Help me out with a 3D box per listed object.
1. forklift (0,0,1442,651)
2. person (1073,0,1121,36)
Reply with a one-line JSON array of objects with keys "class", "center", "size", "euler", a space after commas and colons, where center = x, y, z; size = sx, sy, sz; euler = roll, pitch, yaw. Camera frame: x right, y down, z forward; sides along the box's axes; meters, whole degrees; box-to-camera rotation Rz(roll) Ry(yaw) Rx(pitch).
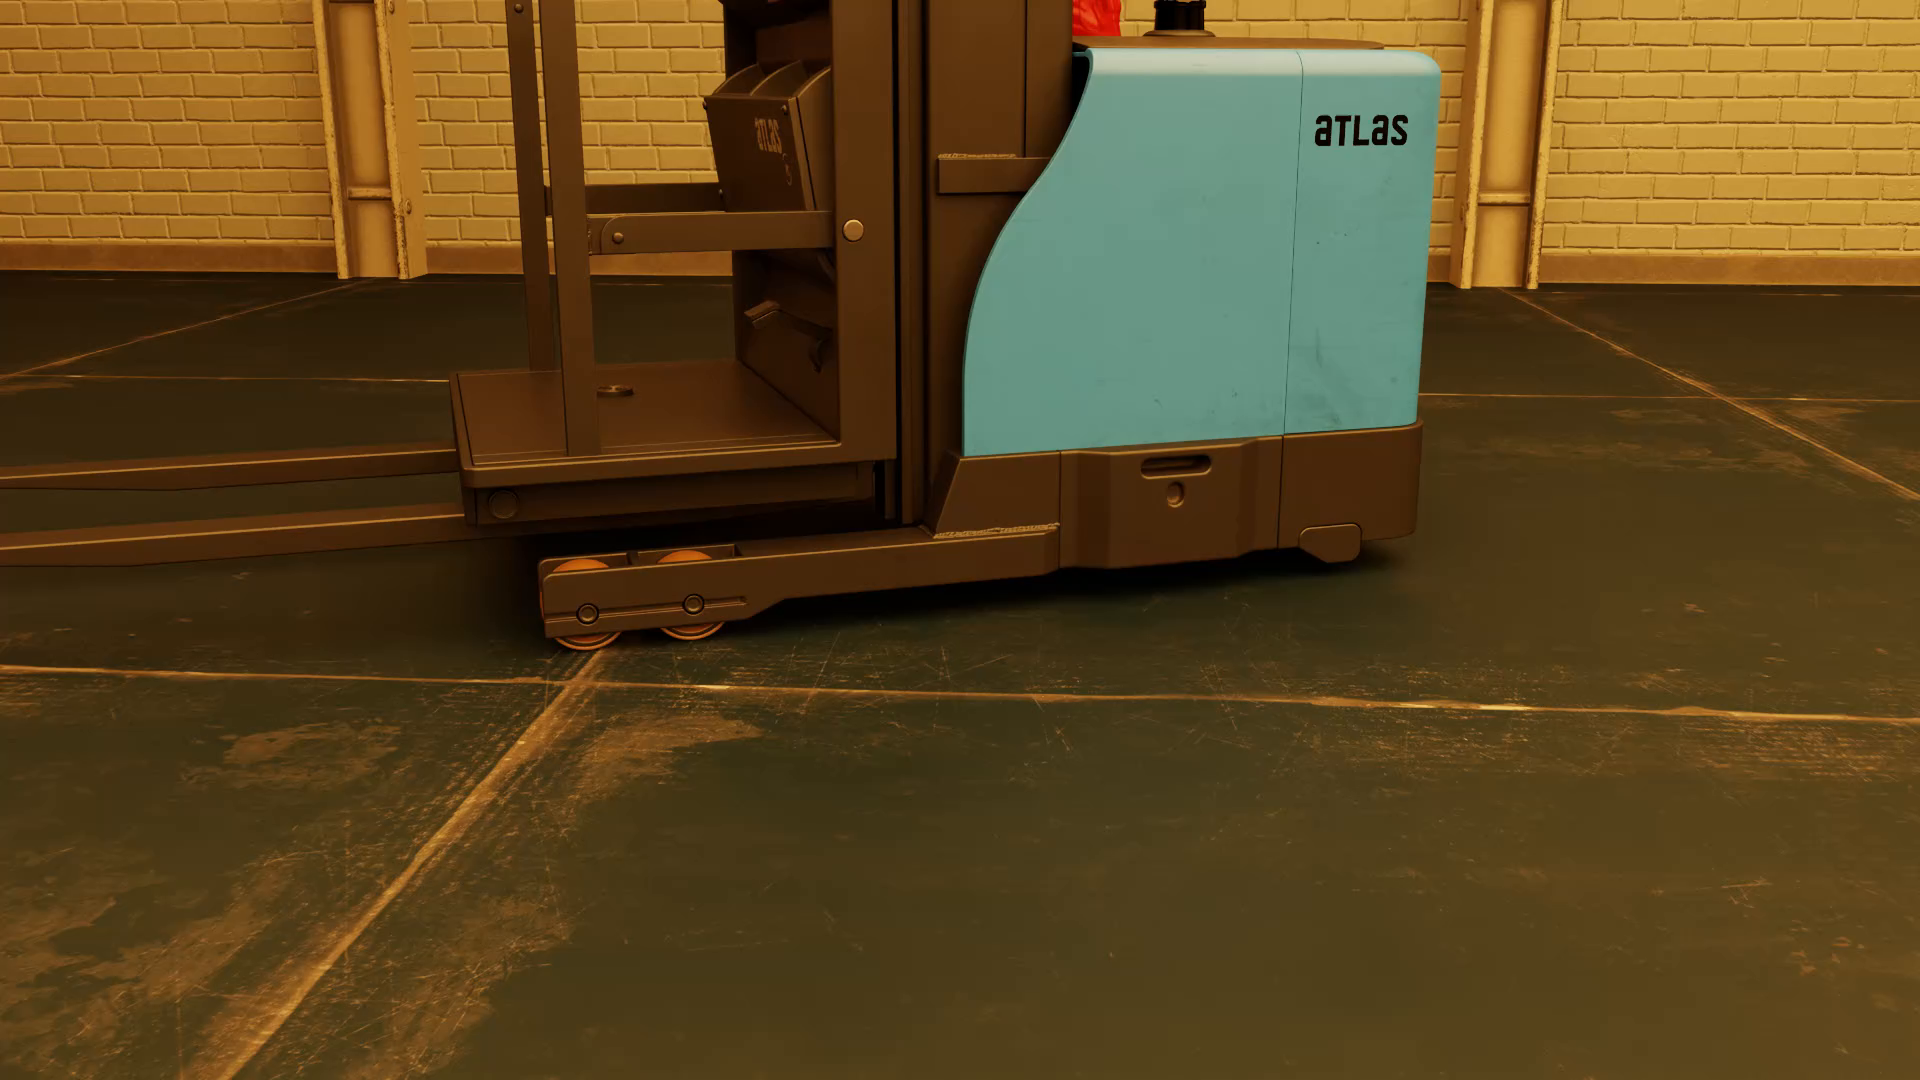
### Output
[{"class": "forklift", "center": [-0.580, -1.366, 3.251], "size": [3.031, 2.935, 1.130], "euler": [-5, 16, -17]}, {"class": "person", "center": [0.496, -1.370, 5.531], "size": [0.551, 1.727, 0.640], "euler": [5, 16, 19]}]
